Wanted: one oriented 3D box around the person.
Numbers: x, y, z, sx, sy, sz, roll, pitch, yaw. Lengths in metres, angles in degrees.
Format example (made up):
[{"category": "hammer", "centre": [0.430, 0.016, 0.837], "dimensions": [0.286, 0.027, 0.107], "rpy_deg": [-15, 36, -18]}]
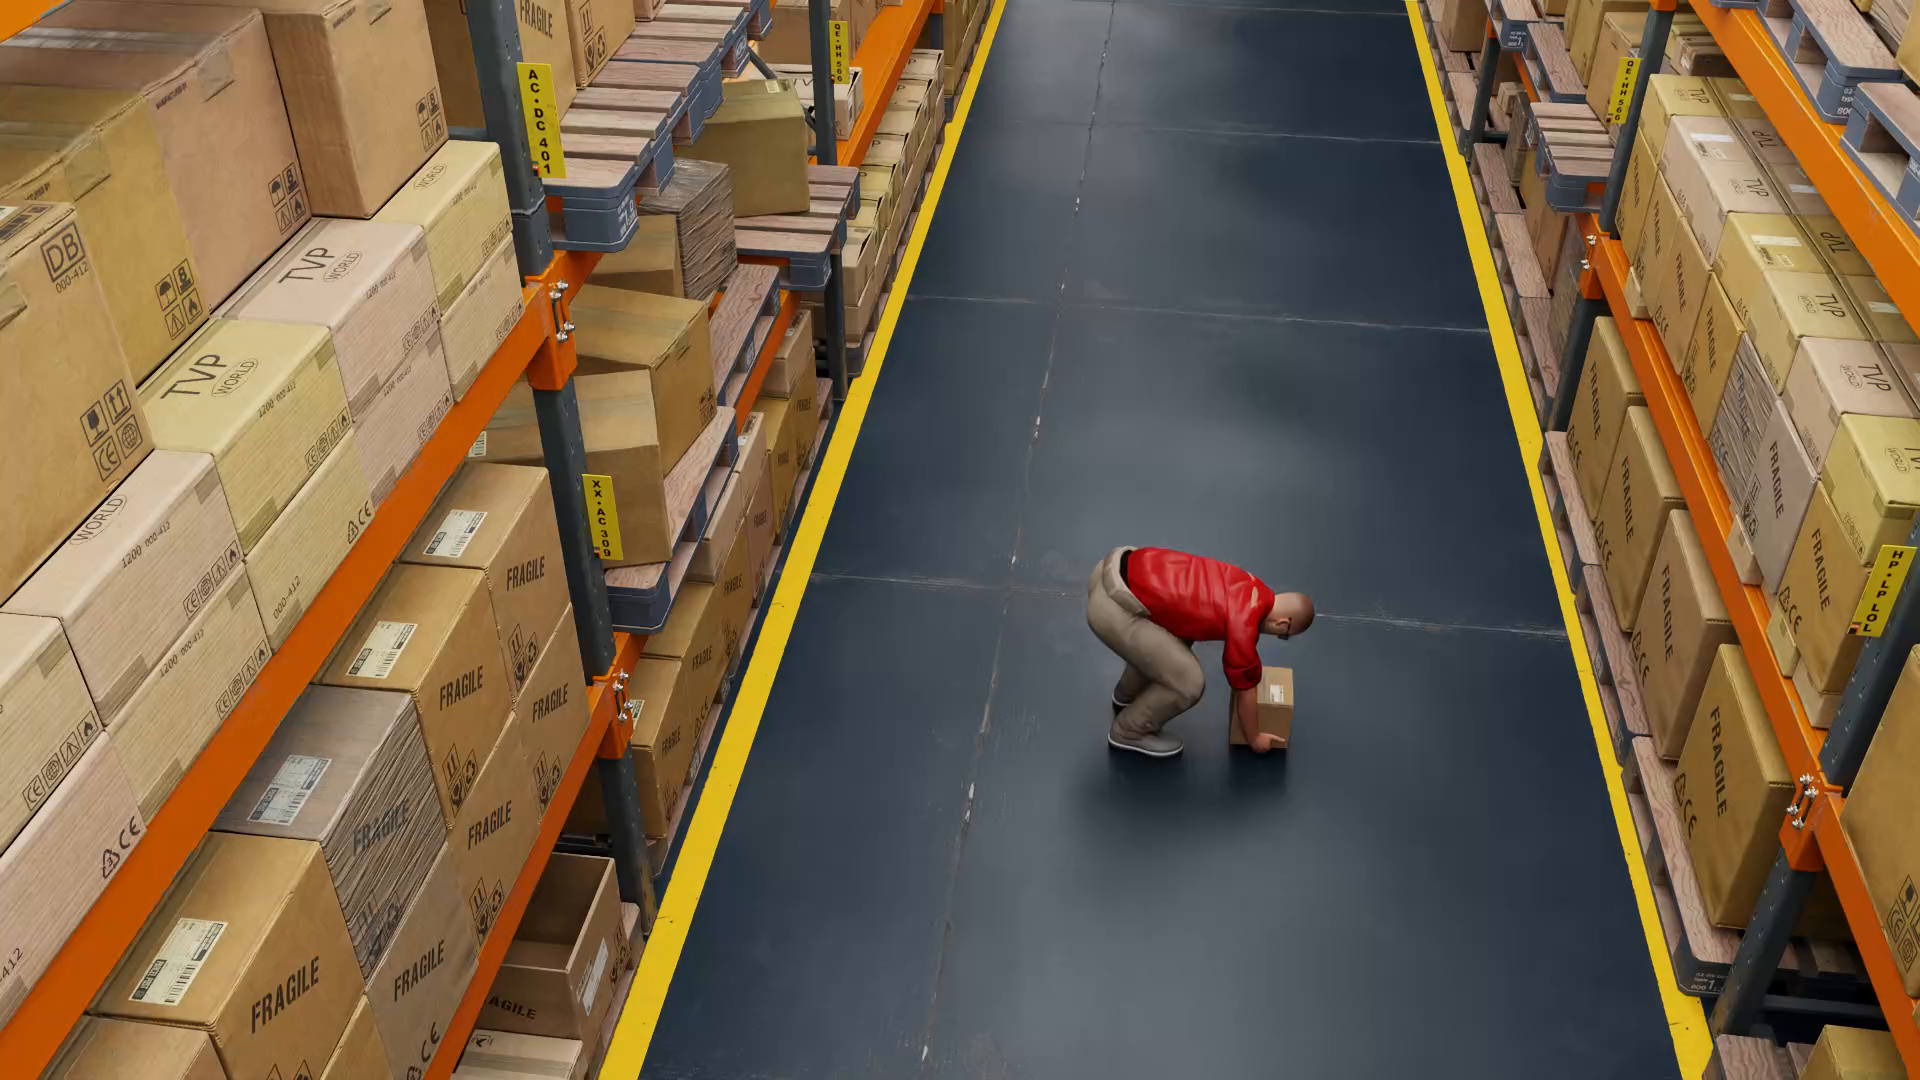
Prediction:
[{"category": "person", "centre": [1.005, 0.460, 7.108], "dimensions": [0.956, 0.921, 0.540], "rpy_deg": [3, 36, 4]}]
